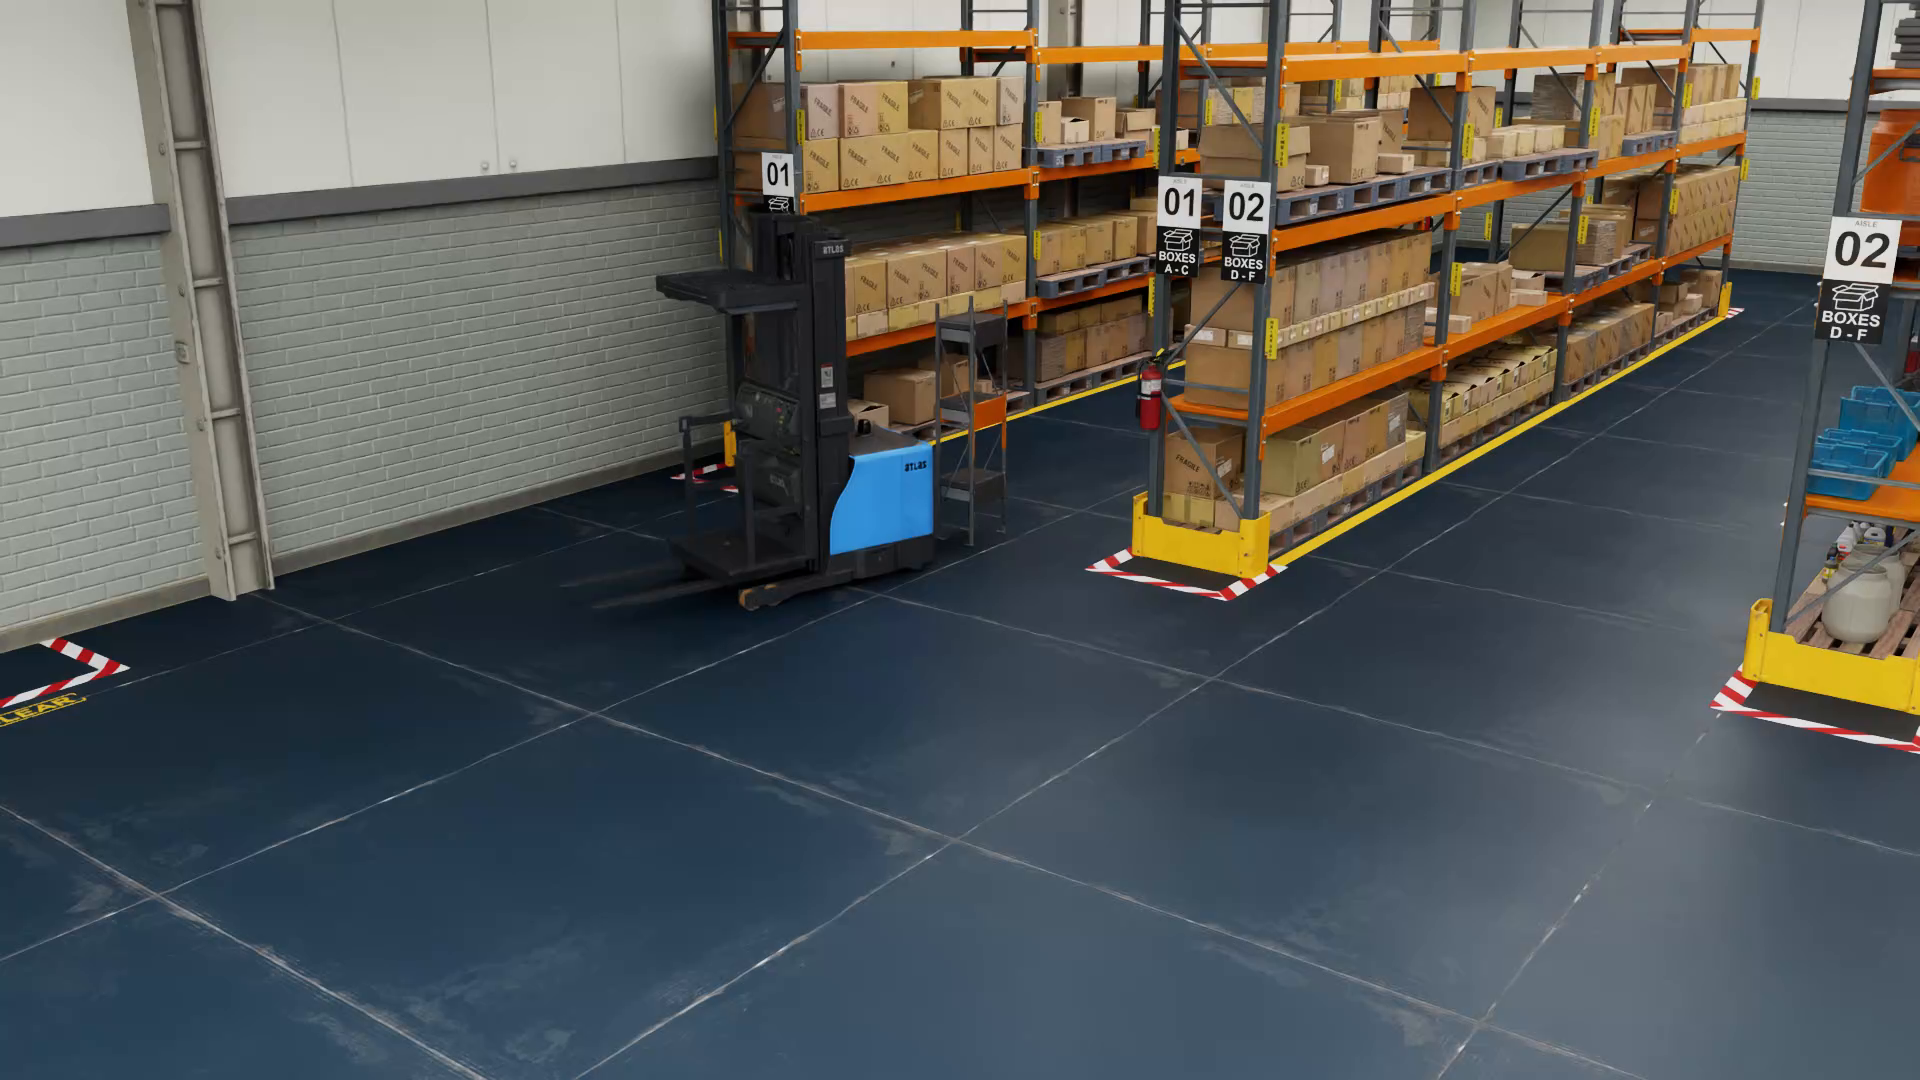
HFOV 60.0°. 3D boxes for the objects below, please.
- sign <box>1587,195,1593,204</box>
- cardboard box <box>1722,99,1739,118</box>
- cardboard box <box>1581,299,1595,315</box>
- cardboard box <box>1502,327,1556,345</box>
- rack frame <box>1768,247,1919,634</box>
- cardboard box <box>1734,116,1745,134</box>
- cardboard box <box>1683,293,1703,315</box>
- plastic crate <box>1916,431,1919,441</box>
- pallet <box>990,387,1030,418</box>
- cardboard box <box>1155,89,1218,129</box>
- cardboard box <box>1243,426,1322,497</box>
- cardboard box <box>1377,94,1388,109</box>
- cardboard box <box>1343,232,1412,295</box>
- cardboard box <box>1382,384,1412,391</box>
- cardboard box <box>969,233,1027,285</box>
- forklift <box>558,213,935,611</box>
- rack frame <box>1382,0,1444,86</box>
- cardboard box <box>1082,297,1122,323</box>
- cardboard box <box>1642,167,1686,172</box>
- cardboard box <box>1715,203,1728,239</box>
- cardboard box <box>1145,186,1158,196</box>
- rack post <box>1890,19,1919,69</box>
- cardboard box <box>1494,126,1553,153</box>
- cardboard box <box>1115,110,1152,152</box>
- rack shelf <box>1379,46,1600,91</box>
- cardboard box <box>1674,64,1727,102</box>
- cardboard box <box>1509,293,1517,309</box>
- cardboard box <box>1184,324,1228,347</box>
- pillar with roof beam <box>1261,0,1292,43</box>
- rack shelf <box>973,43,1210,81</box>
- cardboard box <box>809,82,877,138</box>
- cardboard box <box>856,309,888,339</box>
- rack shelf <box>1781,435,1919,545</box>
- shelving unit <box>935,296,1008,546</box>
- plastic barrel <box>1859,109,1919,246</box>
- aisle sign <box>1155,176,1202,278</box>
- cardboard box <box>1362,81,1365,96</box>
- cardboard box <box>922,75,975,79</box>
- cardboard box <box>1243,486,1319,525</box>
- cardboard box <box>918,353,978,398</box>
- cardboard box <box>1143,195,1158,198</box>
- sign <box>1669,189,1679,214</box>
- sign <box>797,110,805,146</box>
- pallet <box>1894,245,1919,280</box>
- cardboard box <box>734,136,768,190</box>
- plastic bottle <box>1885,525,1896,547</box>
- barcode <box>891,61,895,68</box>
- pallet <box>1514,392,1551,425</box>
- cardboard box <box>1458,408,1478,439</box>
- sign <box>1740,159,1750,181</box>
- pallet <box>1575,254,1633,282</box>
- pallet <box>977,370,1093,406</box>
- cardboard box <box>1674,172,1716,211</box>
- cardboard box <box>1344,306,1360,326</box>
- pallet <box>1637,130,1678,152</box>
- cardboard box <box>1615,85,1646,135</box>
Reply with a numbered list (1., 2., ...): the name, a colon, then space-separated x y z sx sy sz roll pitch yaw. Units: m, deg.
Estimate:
1. sign: 8.753 -4.622 23.108 0.100 0.325 0.005 12 21 35
2. cardboard box: 11.178 -6.380 24.582 0.500 0.250 0.500 12 21 35
3. cardboard box: 8.114 -3.178 22.129 0.500 0.250 0.500 12 21 35
4. cardboard box: 7.179 -2.442 21.022 0.500 0.500 0.500 13 22 37
5. rack frame: 6.019 -0.380 10.909 1.000 3.000 0.127 12 21 35
6. cardboard box: 11.482 -6.259 25.035 0.500 0.250 0.500 12 21 35
7. cardboard box: 10.861 -3.570 25.076 0.500 0.250 0.500 12 21 35
8. plastic crate: 7.367 -0.958 13.127 0.450 0.188 0.662 12 21 35
9. pallet: 0.075 -1.585 19.492 1.003 0.211 1.213 12 21 35
10. cardboard box: 3.067 -5.850 22.555 0.700 0.500 0.500 11 20 30
11. cardboard box: 2.838 -0.709 14.634 0.500 0.500 0.500 12 21 35
12. cardboard box: 6.451 -6.958 26.410 0.500 0.250 0.500 12 21 33
13. cardboard box: 3.867 -2.649 15.859 0.700 0.500 0.500 12 21 35
14. cardboard box: 4.438 -1.511 17.534 0.500 0.311 0.500 12 21 35
15. cardboard box: 0.413 -3.212 18.983 0.500 0.500 0.500 12 21 35
16. forklift: -1.700 -1.026 13.106 3.031 2.935 1.130 -12 21 -34
17. rack frame: 7.596 -8.806 27.928 1.000 3.000 0.127 12 21 35
18. cardboard box: 1.750 -2.981 21.495 0.500 0.250 0.500 12 21 34
19. cardboard box: 10.493 -5.289 24.862 0.500 0.500 0.500 13 21 35
20. cardboard box: 11.222 -4.836 25.089 0.500 0.500 0.500 13 21 35
21. cardboard box: 2.892 -4.747 23.004 0.500 0.250 0.500 13 22 36
22. rack post: 6.572 -3.164 10.600 0.937 0.300 0.954 15 23 40
23. cardboard box: 6.287 -4.477 18.589 0.500 0.250 0.500 13 22 36
24. cardboard box: 1.983 -5.235 21.277 0.797 0.503 0.637 16 24 42
25. rack shelf: 5.619 -5.015 17.608 1.077 0.370 4.000 12 21 35
26. cardboard box: 10.706 -6.657 24.211 0.700 0.500 0.500 12 21 35
27. cardboard box: 6.096 -2.728 18.893 0.380 0.149 0.250 14 22 39
28. cardboard box: 2.118 -1.738 14.021 0.380 0.149 0.250 12 21 34
29. pillar with roof beam: 8.393 -7.412 23.440 9.100 9.000 0.400 12 21 35
30. rack shelf: 1.638 -5.890 20.424 1.077 0.370 4.000 12 21 35
31. cardboard box: -1.173 -4.257 16.448 0.500 0.500 0.500 12 21 34
32. cardboard box: -1.093 -2.255 17.165 0.500 0.250 0.500 12 21 33
33. rack shelf: 7.211 -0.513 12.549 1.077 0.370 4.000 12 21 35
34. shelving unit: 0.099 -1.042 14.559 0.431 2.100 0.503 12 21 35
35. plastic barrel: 6.207 -2.356 10.783 0.600 0.830 0.708 12 21 35
36. aisle sign: 1.768 -2.534 13.461 0.394 0.787 0.004 12 21 35
37. cardboard box: 6.164 -7.200 25.924 0.500 0.500 0.500 12 21 34
38. cardboard box: -0.075 -4.984 18.790 0.500 0.500 0.500 13 21 36
39. cardboard box: 2.837 -0.351 14.746 0.500 0.250 0.500 12 21 35
40. cardboard box: -0.140 -1.845 19.101 0.500 0.500 0.500 11 20 31
41. cardboard box: 2.648 -4.516 22.224 0.380 0.149 0.250 9 20 28
42. sign: 9.641 -4.570 22.449 0.100 0.325 0.005 12 21 35
43. sign: -1.501 -3.884 15.663 0.100 0.325 0.005 12 21 35
44. pallet: 6.591 -1.902 11.071 1.003 0.211 1.213 12 21 35
45. cardboard box: -1.892 -3.764 16.548 0.500 0.500 0.500 14 22 39
46. plastic bottle: 7.704 -0.133 13.839 0.144 0.351 0.185 12 21 35
47. barcode: -0.727 -5.168 18.066 0.001 0.075 0.075 12 21 35
48. pallet: 6.288 -1.640 19.670 1.003 0.211 1.213 12 21 35
49. cardboard box: 5.172 -1.270 17.703 0.500 0.250 0.500 13 22 36
50. sign: 12.011 -5.668 25.452 0.100 0.325 0.005 12 21 35
51. pallet: 7.965 -3.534 21.389 1.003 0.211 1.213 12 21 35
52. pallet: 0.909 -1.937 20.626 1.003 0.211 1.213 12 21 35
53. cardboard box: 10.621 -5.070 24.159 0.500 0.500 0.500 13 22 36
54. cardboard box: 3.367 -2.035 14.976 0.380 0.149 0.250 13 21 35
55. pallet: 8.749 -5.314 22.057 1.213 0.211 1.003 12 21 35
56. cardboard box: 8.454 -5.572 21.527 0.600 0.600 0.600 12 21 34
